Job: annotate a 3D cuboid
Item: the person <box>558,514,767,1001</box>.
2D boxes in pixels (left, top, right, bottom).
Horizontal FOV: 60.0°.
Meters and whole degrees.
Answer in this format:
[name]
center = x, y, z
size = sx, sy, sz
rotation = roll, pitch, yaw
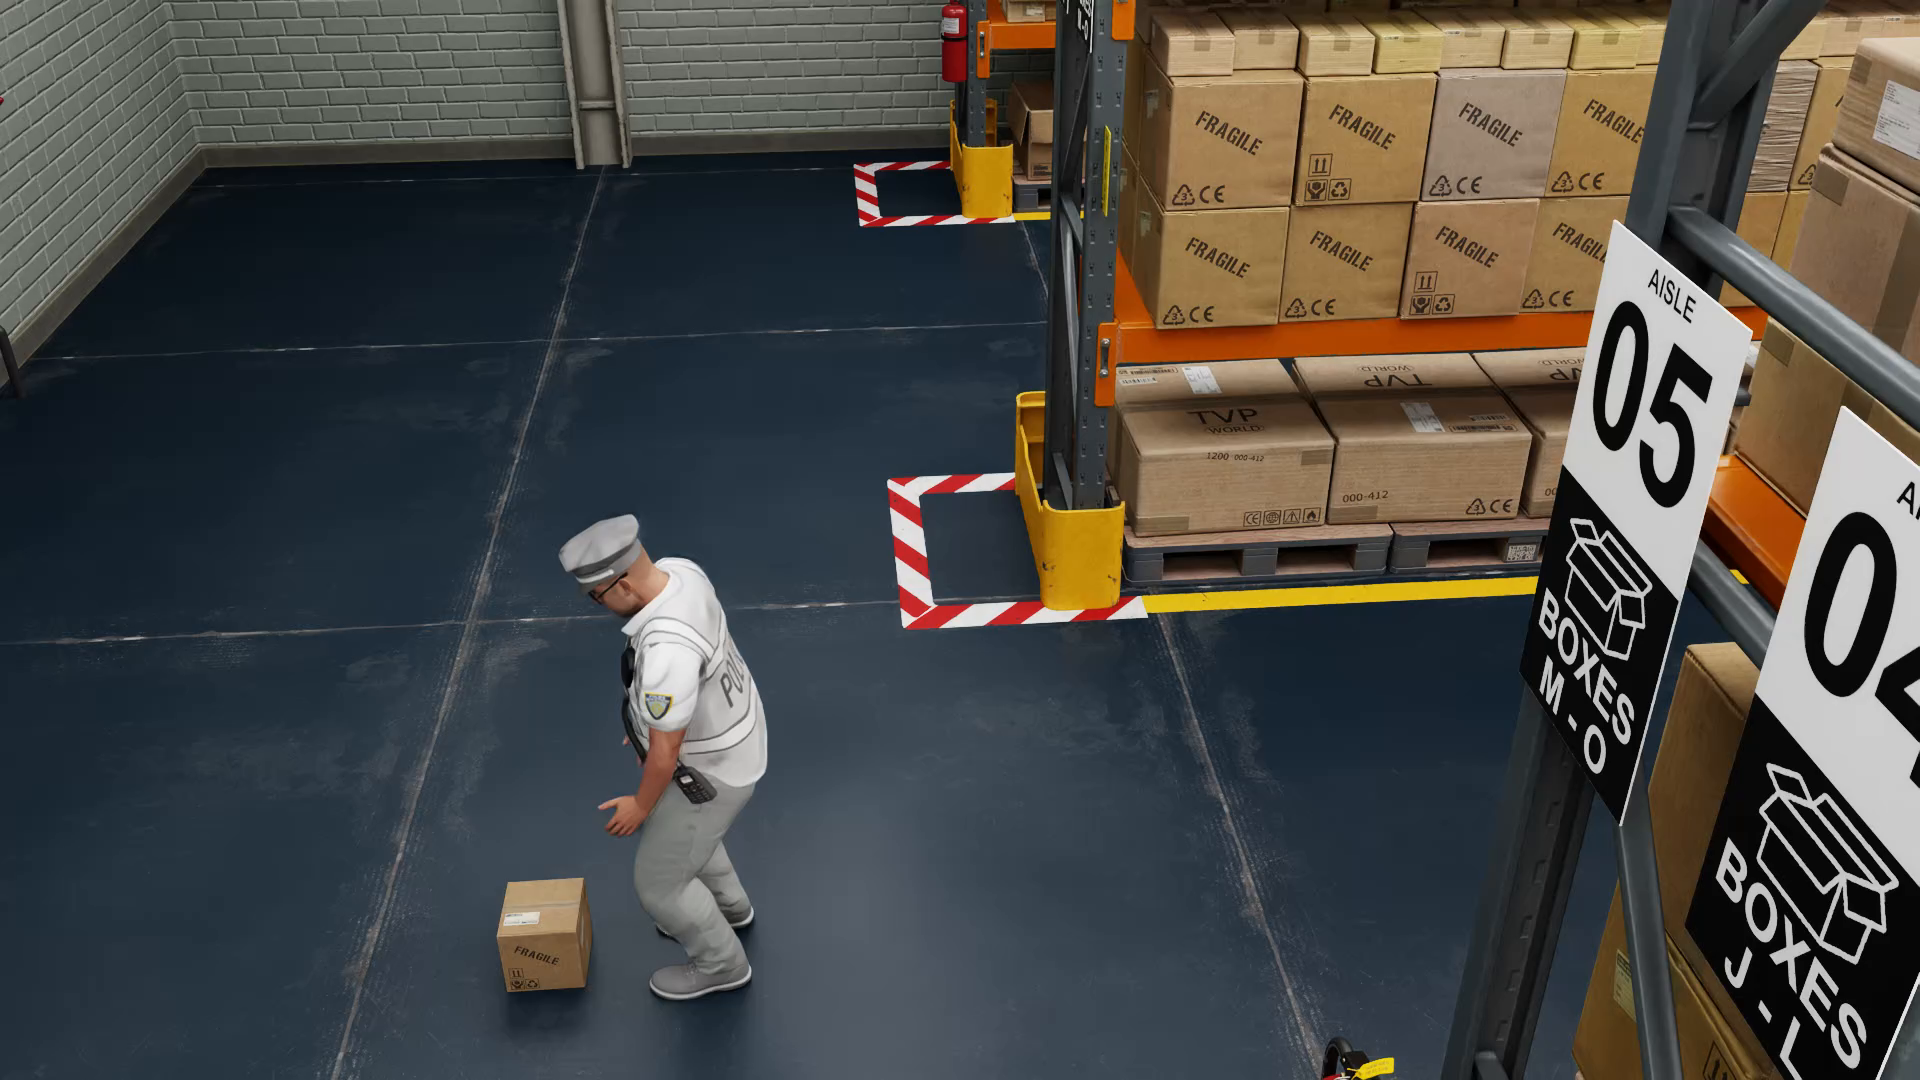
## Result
[person]
center = -0.858, 0.678, 5.079
size = 0.539, 1.678, 0.564
rotation = -2, 31, -3
